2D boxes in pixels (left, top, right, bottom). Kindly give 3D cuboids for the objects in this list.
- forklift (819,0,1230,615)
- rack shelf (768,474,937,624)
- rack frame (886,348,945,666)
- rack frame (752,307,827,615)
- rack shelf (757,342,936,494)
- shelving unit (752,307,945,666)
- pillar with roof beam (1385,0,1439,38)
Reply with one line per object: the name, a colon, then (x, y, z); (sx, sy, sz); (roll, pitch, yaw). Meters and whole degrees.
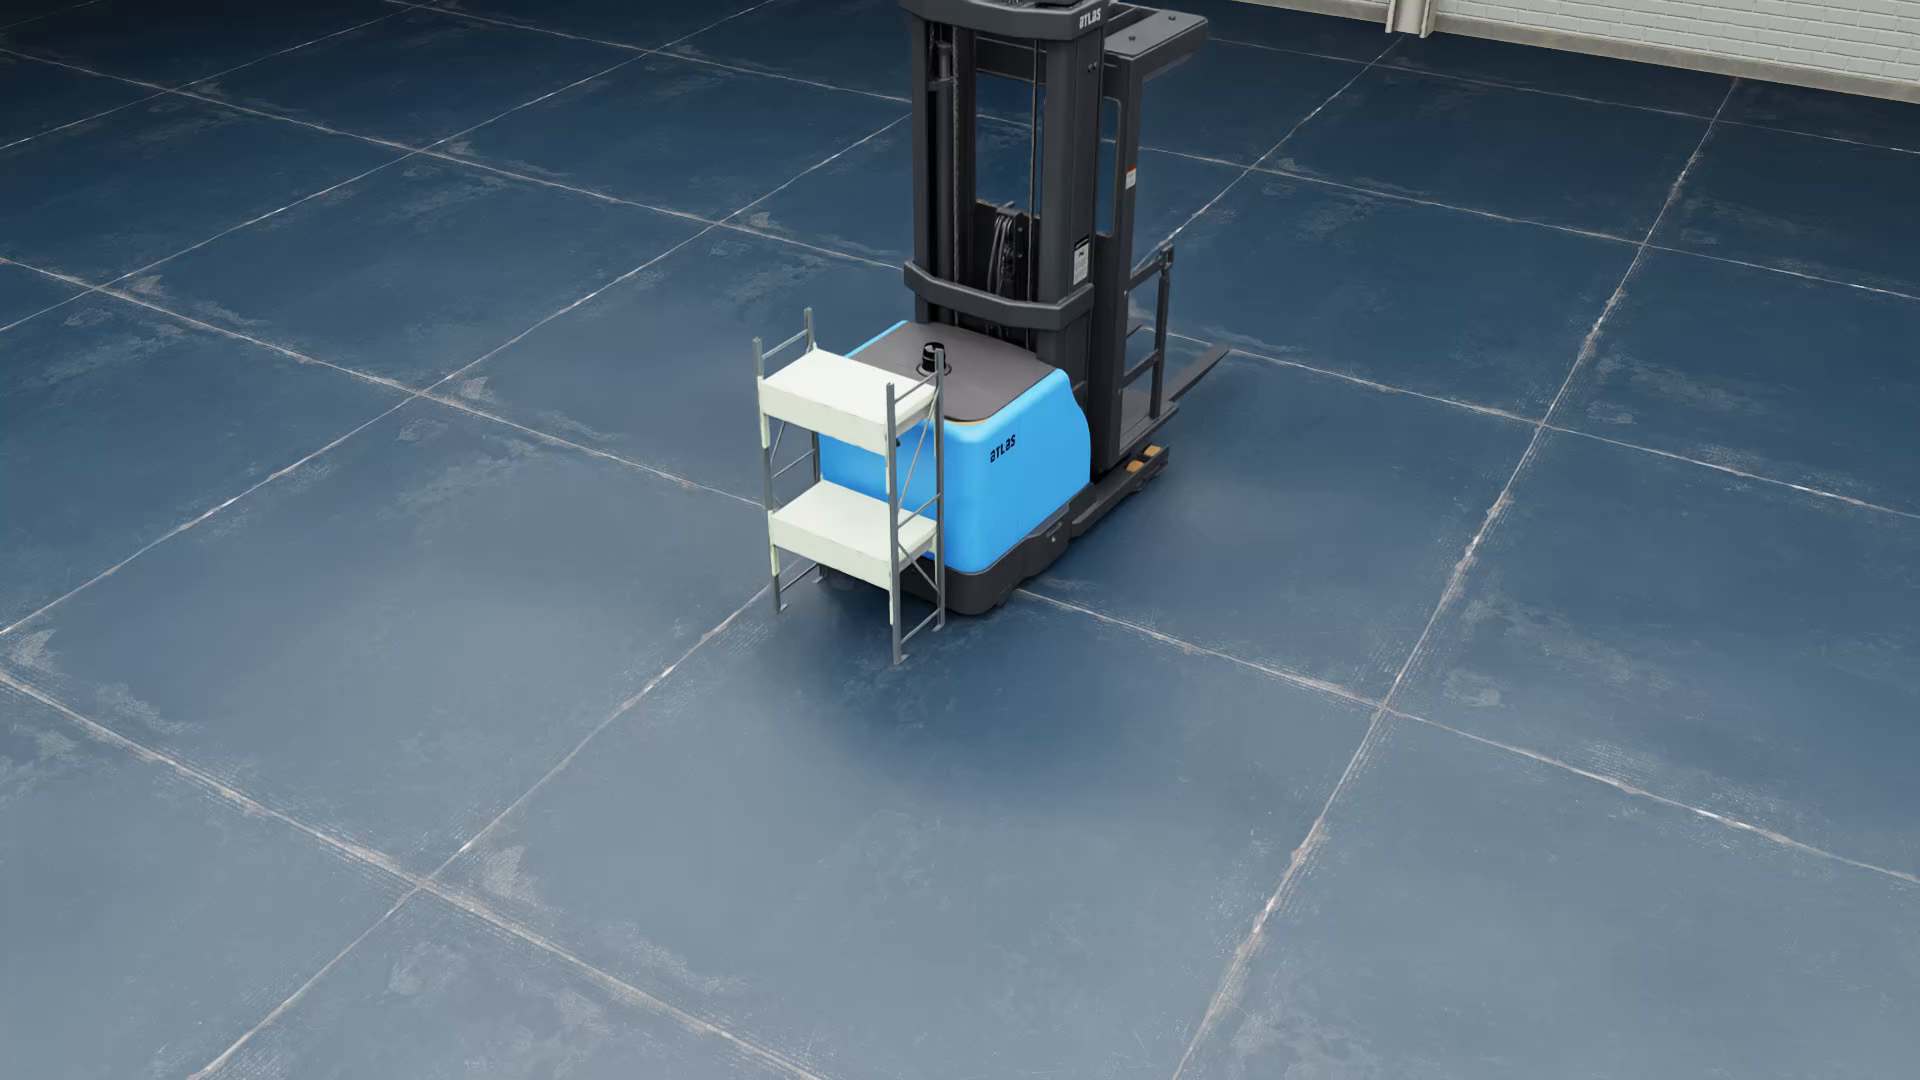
forklift: (0.510, -1.629, 8.552); (1.130, 2.935, 3.031); (21, 39, 28)
rack shelf: (-0.497, 0.034, 7.934); (0.720, 0.370, 0.431); (21, 39, 28)
rack frame: (-0.194, -0.123, 7.582); (0.023, 1.500, 0.400); (21, 39, 28)
rack frame: (-0.800, -0.351, 7.923); (0.023, 1.500, 0.400); (21, 39, 28)
rack shelf: (-0.497, -0.562, 7.537); (0.720, 0.370, 0.431); (21, 39, 28)
shelving unit: (-0.497, -0.237, 7.753); (0.755, 1.500, 0.431); (21, 39, 28)
pillar with roof beam: (2.244, -6.634, 10.594); (0.400, 9.000, 9.100); (18, 37, 24)
